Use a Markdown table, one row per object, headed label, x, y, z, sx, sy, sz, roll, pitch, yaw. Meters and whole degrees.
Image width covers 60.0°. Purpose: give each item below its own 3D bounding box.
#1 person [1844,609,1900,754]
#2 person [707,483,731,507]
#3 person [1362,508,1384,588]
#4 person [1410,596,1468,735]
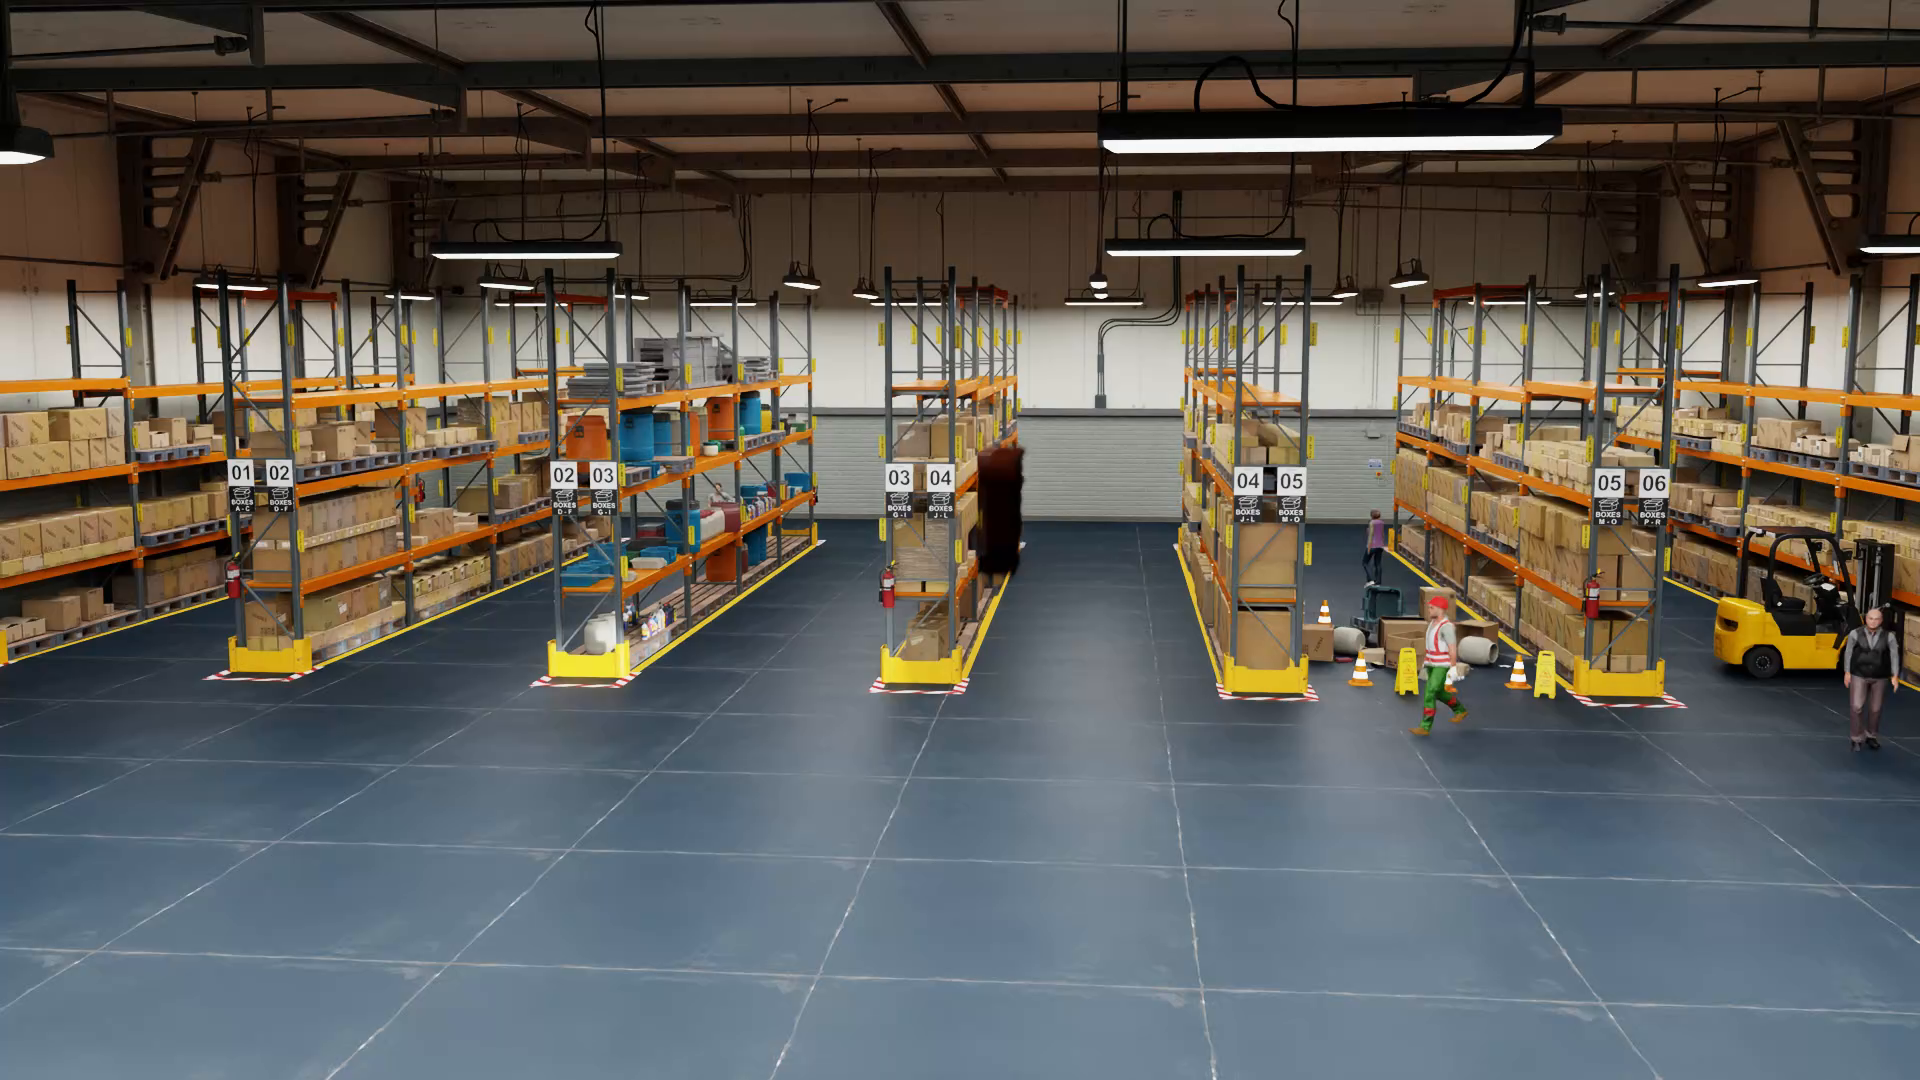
| label | x | y | z | sx | sy | sz | roll | pitch | yaw |
| --- | --- | --- | --- | --- | --- | --- | --- | --- | --- |
| person | 11.076 | 1.720 | 20.225 | 0.585 | 1.780 | 0.548 | 3 | 8 | 25 |
| person | -5.728 | -0.605 | 39.791 | 0.554 | 1.575 | 0.687 | 2 | 7 | 16 |
| person | 8.324 | 0.172 | 33.342 | 0.446 | 1.612 | 0.372 | -4 | 8 | -30 |
| person | 6.108 | 1.579 | 21.051 | 1.019 | 1.753 | 0.553 | -3 | 8 | -23 |
